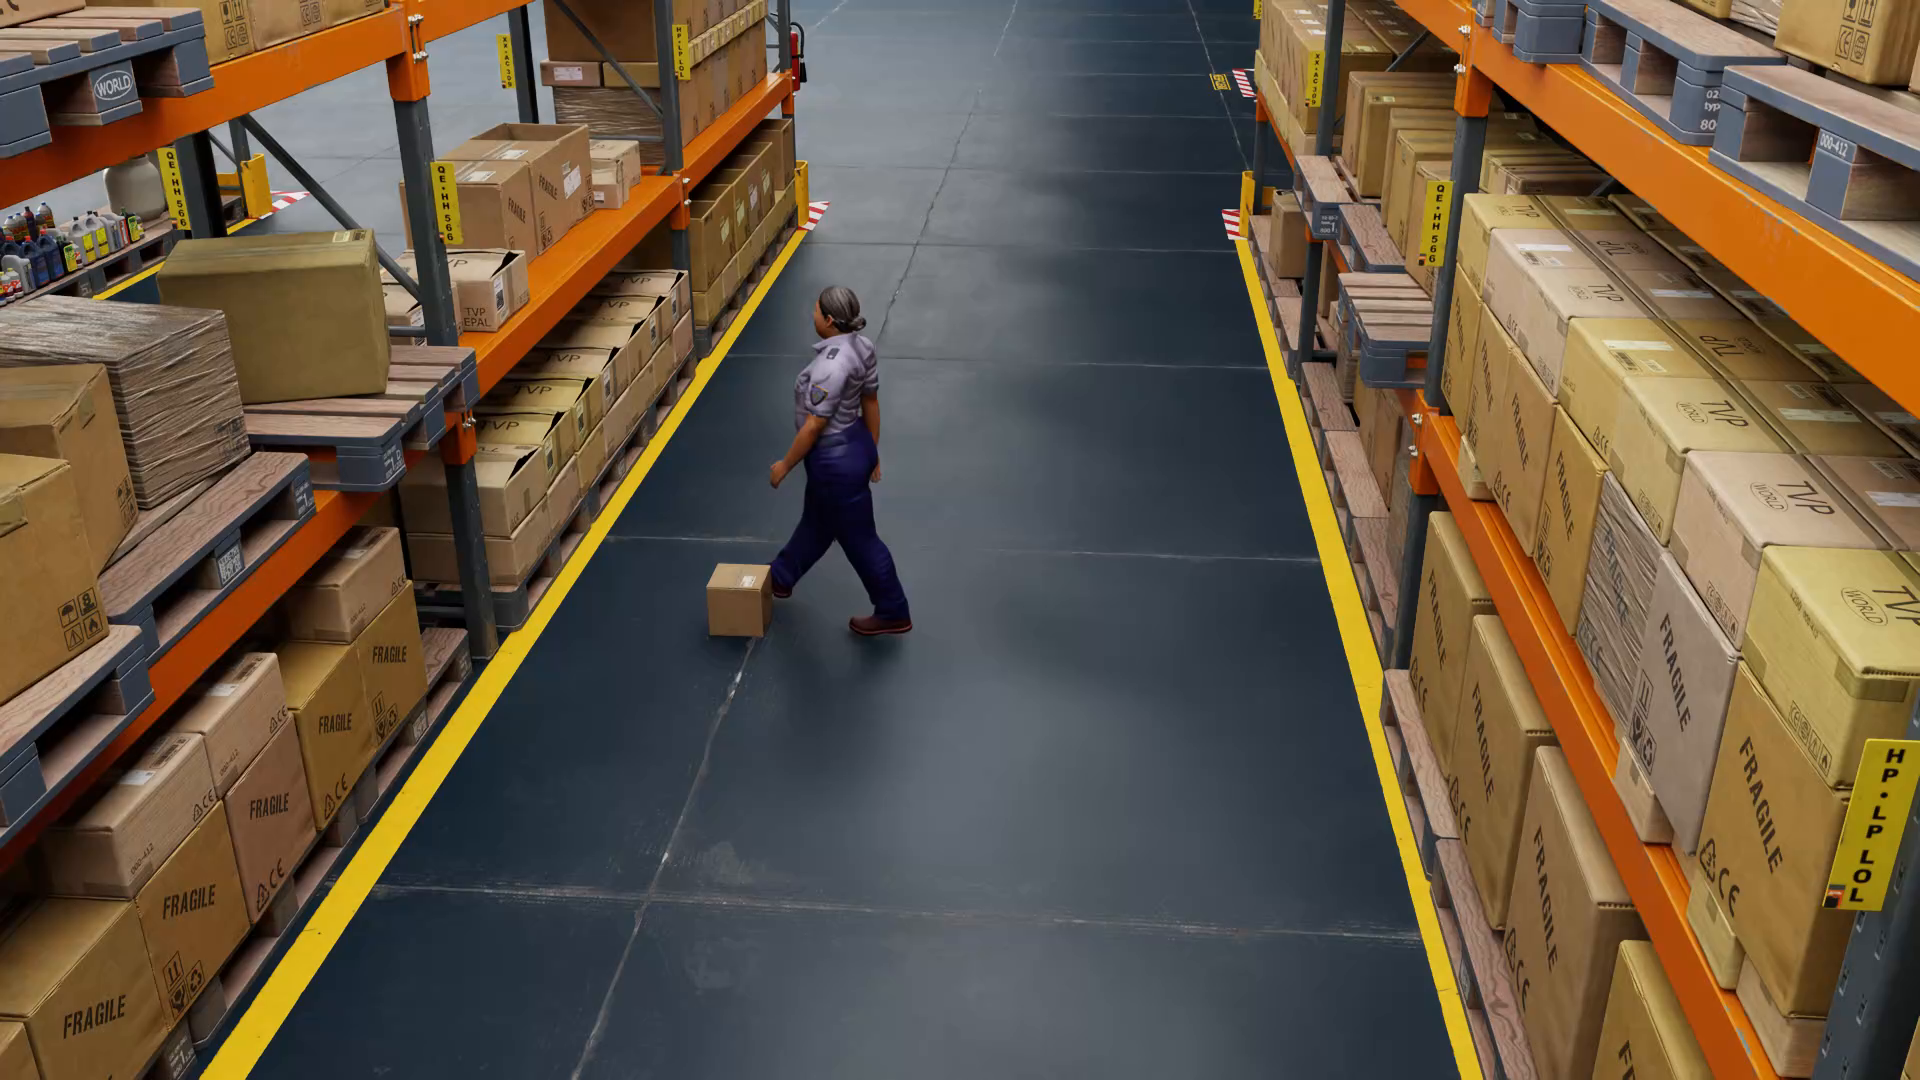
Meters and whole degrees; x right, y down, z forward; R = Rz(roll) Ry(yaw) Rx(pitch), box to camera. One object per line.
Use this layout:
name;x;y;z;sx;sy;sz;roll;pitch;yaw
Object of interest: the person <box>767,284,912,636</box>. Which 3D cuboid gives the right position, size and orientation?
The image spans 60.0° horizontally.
person;-0.661;-0.357;7.377;0.922;1.609;0.484;5;25;10
